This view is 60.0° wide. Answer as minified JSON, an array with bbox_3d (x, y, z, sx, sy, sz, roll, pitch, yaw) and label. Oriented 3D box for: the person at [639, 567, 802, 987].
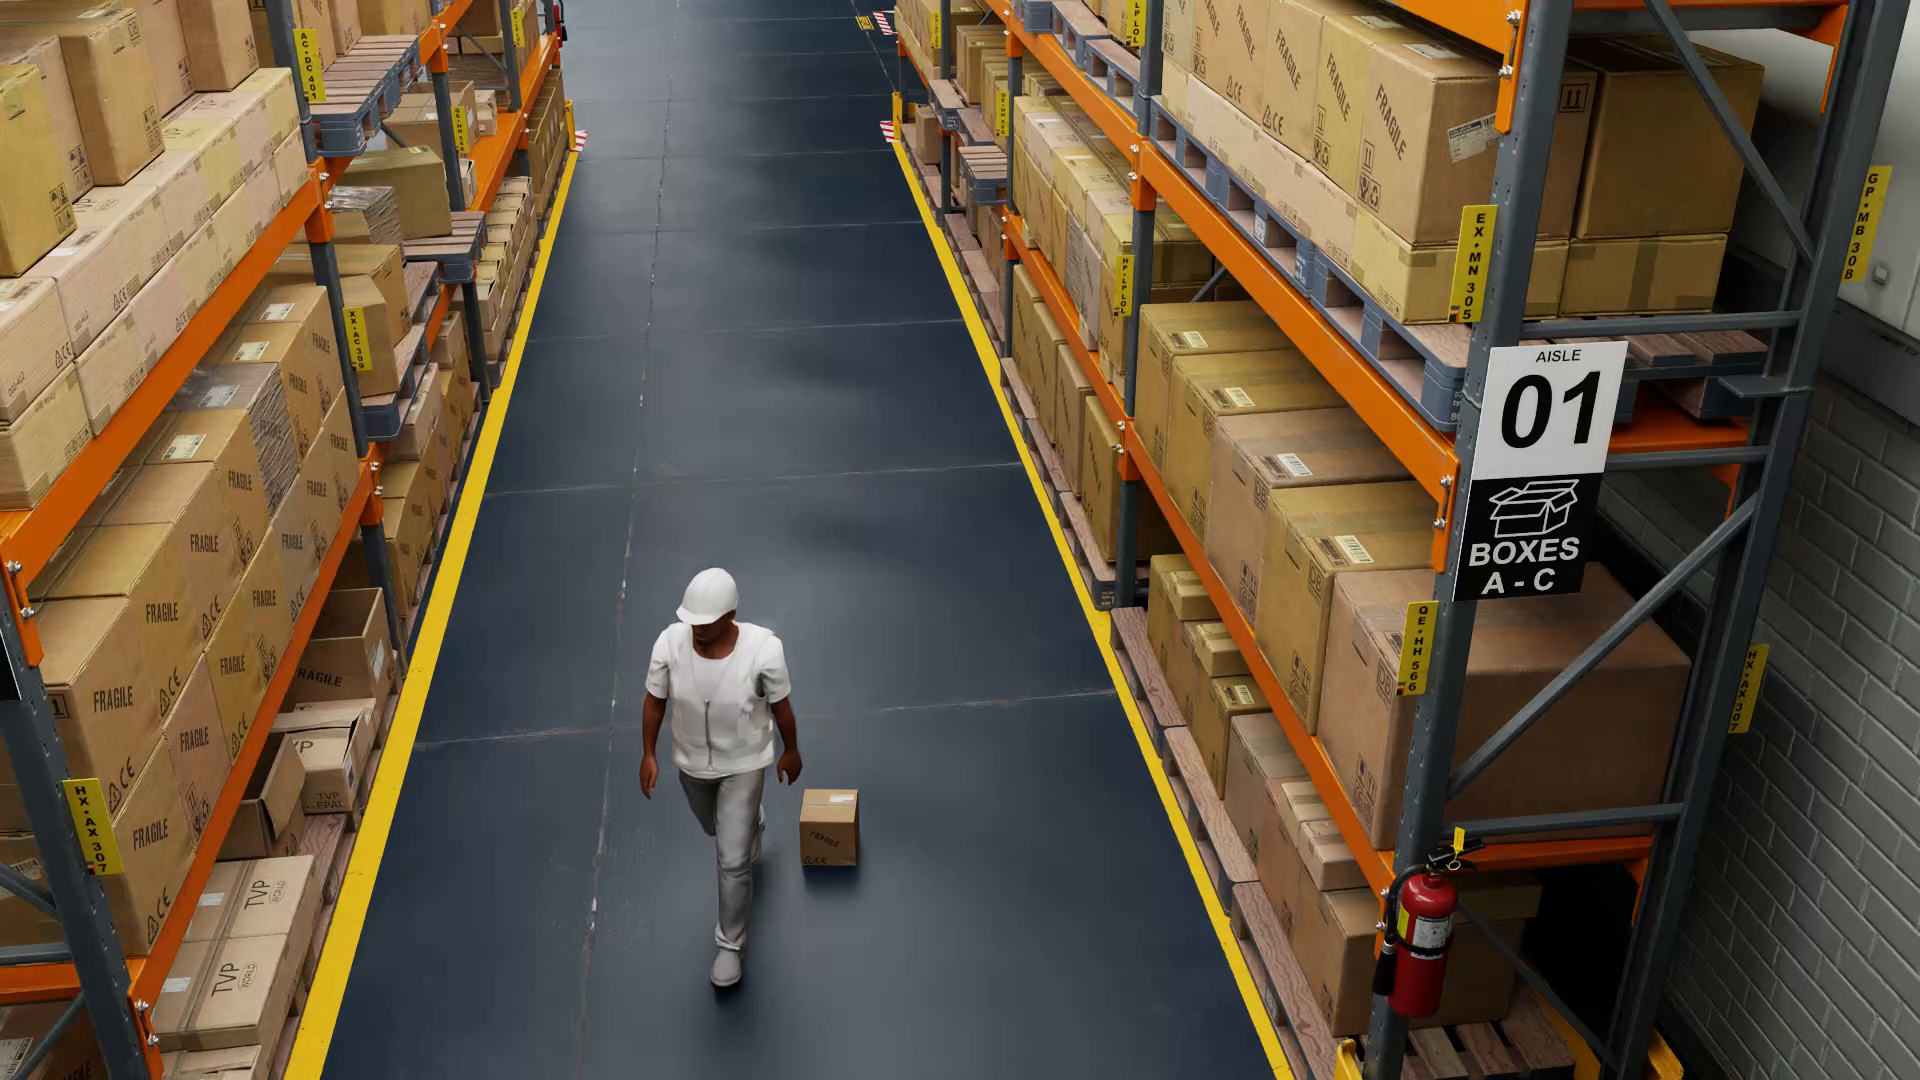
[{"bbox_3d":[-1.001,0.878,6.881,0.627,1.727,1.014,6,28,11],"label":"person"}]
